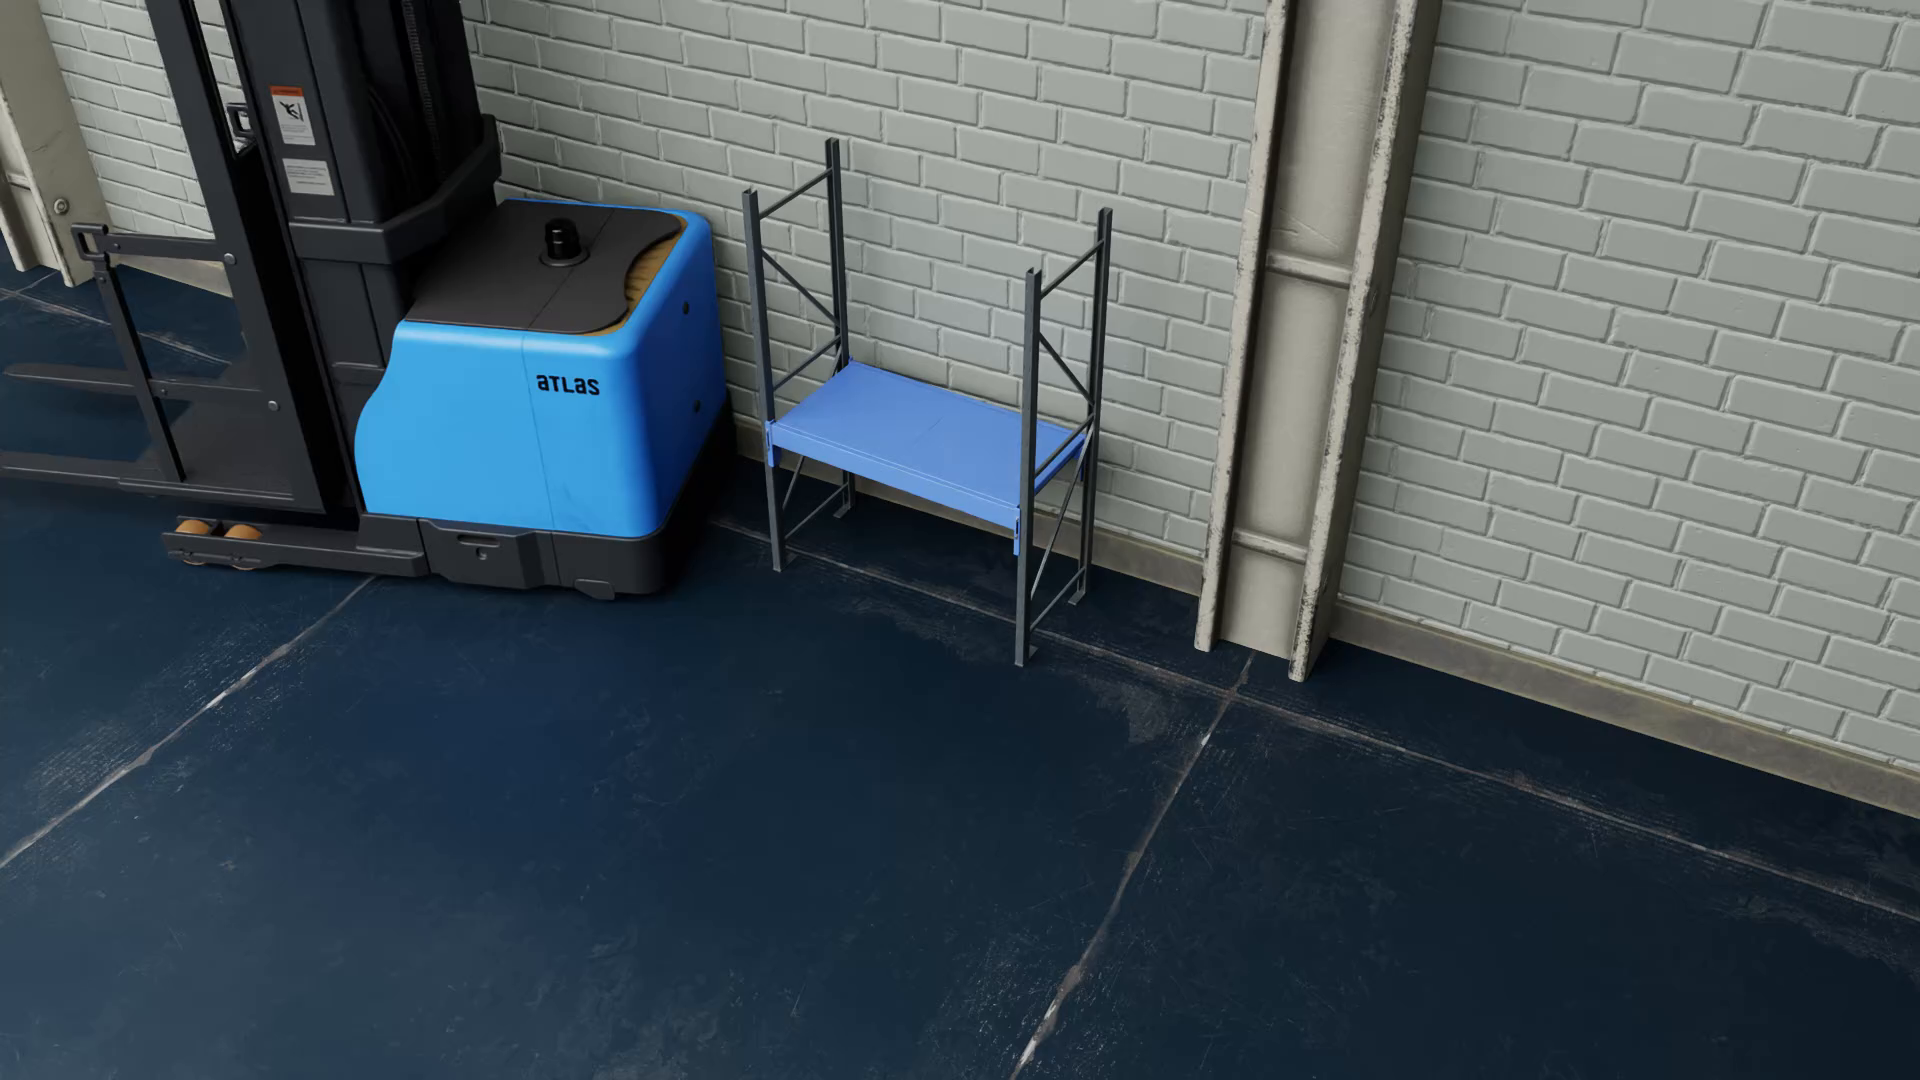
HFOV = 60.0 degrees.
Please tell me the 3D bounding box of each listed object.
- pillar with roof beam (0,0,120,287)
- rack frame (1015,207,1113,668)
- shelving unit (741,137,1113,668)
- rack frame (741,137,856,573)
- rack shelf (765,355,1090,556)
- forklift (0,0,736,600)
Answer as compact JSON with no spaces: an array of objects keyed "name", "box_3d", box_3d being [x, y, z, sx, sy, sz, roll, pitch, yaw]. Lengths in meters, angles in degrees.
[{"name":"pillar with roof beam","box_3d":[-6.252,-2.596,2.228,0.400,9.000,9.100,17,41,21]},{"name":"rack frame","box_3d":[0.329,-0.296,5.399,0.032,1.500,0.500,20,42,24]},{"name":"shelving unit","box_3d":[-0.107,-0.454,5.607,1.048,1.500,0.538,20,42,24]},{"name":"rack frame","box_3d":[-0.543,-0.612,5.815,0.032,1.500,0.500,20,42,24]},{"name":"rack shelf","box_3d":[-0.107,-0.310,5.716,1.000,0.185,0.538,20,42,24]},{"name":"forklift","box_3d":[-2.457,-1.365,5.625,3.031,2.935,1.130,5,38,7]}]
